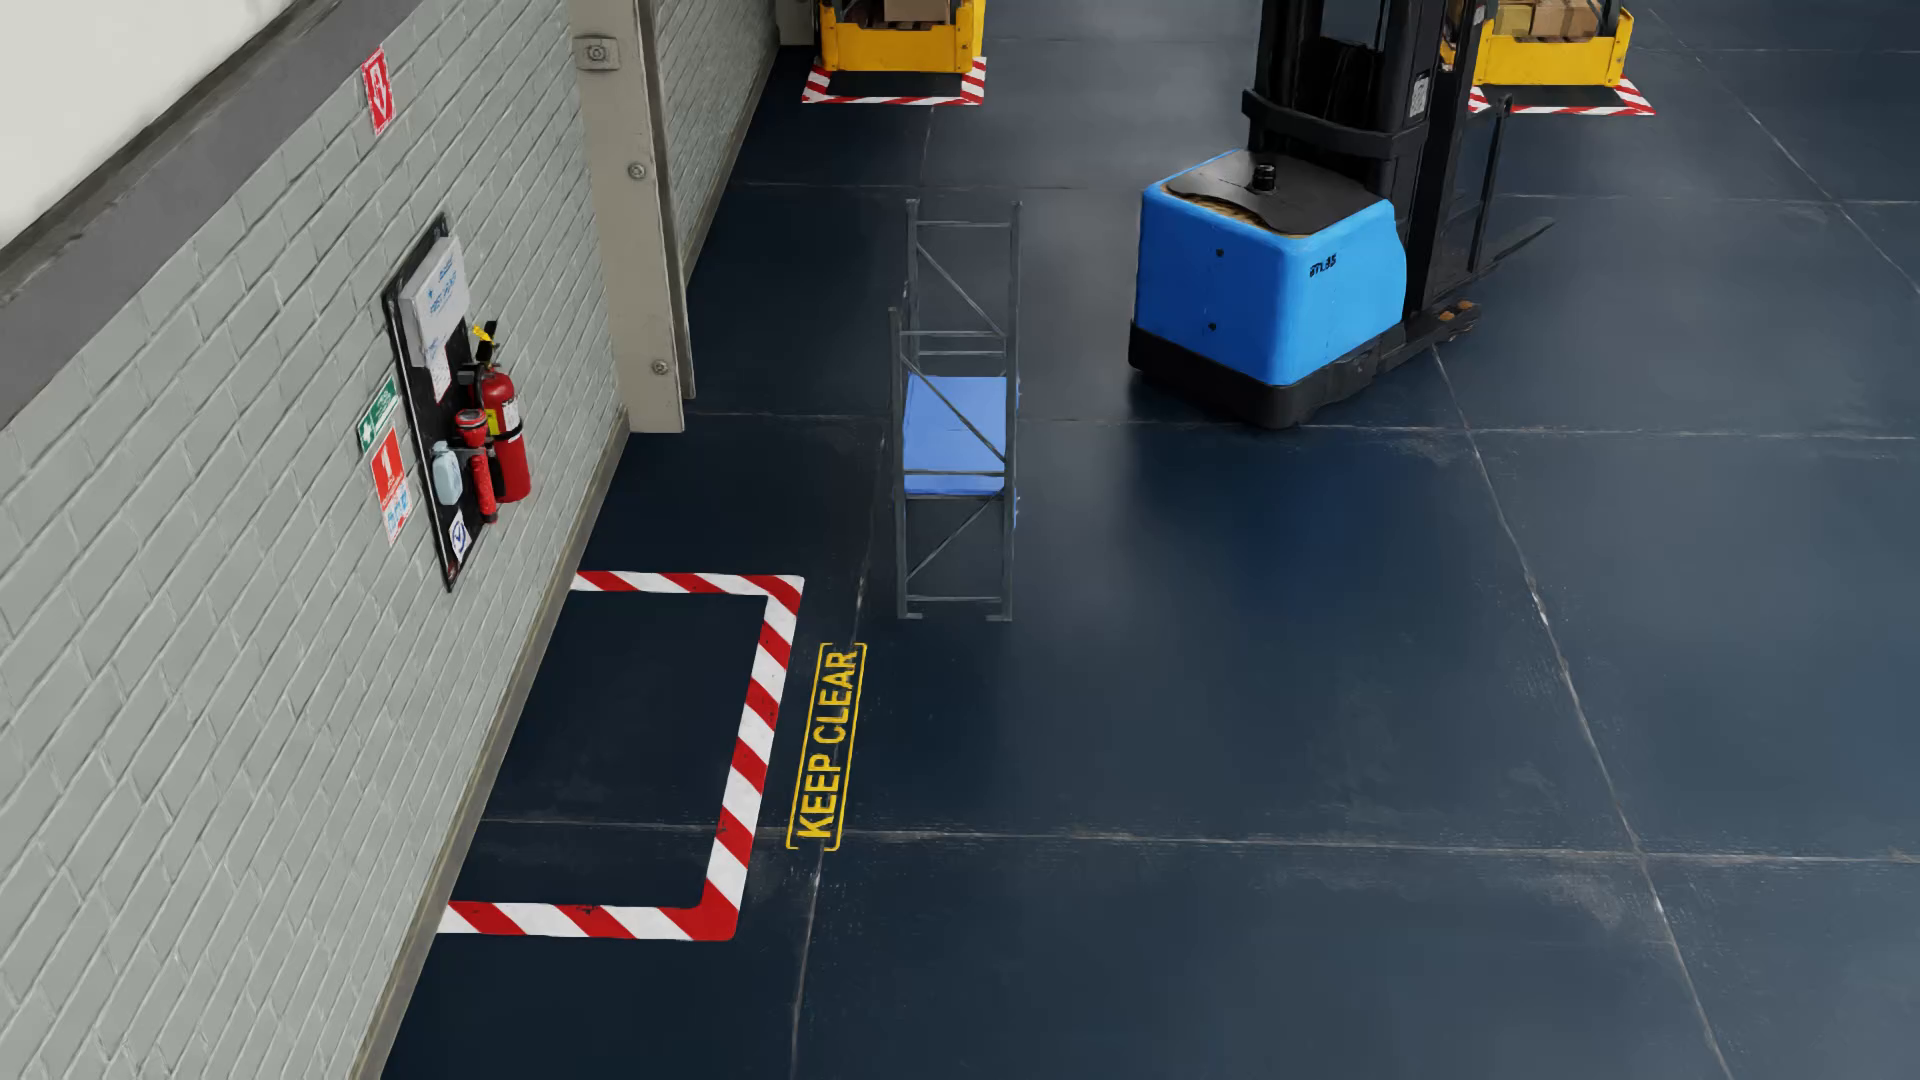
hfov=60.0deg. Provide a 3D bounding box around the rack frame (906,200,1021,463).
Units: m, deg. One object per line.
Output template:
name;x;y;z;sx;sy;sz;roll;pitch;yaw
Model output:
rack frame;0.017;-0.857;7.665;0.500;1.500;0.032;1;35;2

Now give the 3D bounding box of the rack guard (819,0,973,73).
rack guard;-0.488;-3.941;12.923;1.175;0.500;0.348;1;35;2

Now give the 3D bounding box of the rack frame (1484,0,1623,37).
rack frame;4.459;-4.808;11.982;1.000;3.000;0.127;1;35;2

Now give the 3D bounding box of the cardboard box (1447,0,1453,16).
cardboard box;4.194;-4.457;13.510;0.500;0.250;0.500;1;35;2

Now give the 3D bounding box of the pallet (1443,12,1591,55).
pallet;4.448;-4.107;13.411;1.003;0.211;1.213;1;35;2

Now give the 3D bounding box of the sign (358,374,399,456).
sign;-1.821;-0.395;5.211;0.001;0.109;0.331;1;35;2

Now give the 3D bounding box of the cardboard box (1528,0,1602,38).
cardboard box;4.703;-4.158;13.083;0.500;0.250;0.500;1;35;2

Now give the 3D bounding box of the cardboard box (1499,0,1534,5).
cardboard box;4.183;-4.477;12.885;0.500;0.500;0.500;1;35;2

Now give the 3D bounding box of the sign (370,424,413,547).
sign;-1.830;-0.176;5.360;0.001;0.329;0.234;1;35;2

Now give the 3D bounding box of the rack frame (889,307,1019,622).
rack frame;-0.024;-0.273;6.833;0.500;1.500;0.032;1;35;2

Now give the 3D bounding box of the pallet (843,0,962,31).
pallet;-0.420;-4.289;13.669;1.003;0.211;1.213;1;35;2

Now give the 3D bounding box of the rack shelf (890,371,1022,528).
rack shelf;-0.003;-0.417;7.352;0.538;0.185;1.000;1;35;2

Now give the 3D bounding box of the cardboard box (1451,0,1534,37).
cardboard box;4.186;-4.170;13.100;0.500;0.250;0.500;1;35;2

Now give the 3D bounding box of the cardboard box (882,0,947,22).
cardboard box;-0.373;-4.396;13.351;0.500;0.311;0.500;-2;35;-3

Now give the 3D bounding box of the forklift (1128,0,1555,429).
forklift;2.317;-2.501;8.760;3.031;2.935;1.130;-29;45;-35

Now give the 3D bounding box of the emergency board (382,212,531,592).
emergency board;-1.705;-0.476;5.819;0.194;1.169;0.643;1;35;2

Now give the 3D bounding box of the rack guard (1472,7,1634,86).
rack guard;4.458;-3.771;12.682;1.175;0.500;0.348;1;35;2

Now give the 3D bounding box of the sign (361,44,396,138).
sign;-1.805;-1.422;5.149;0.001;0.298;0.199;1;35;2

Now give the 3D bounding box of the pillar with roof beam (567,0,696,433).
pillar with roof beam;2.734;-4.250;5.971;9.100;9.000;0.400;1;35;2

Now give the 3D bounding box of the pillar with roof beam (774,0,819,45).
pillar with roof beam;2.975;-7.697;10.876;9.100;9.000;0.400;1;35;2

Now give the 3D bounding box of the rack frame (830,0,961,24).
rack frame;-0.491;-4.920;12.142;1.000;3.000;0.127;1;35;2

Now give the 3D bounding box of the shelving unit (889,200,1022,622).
shelving unit;-0.003;-0.565;7.249;0.538;1.500;1.048;1;35;2

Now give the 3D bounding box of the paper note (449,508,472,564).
paper note;-1.781;-0.016;5.930;0.016;0.148;0.142;1;35;2
